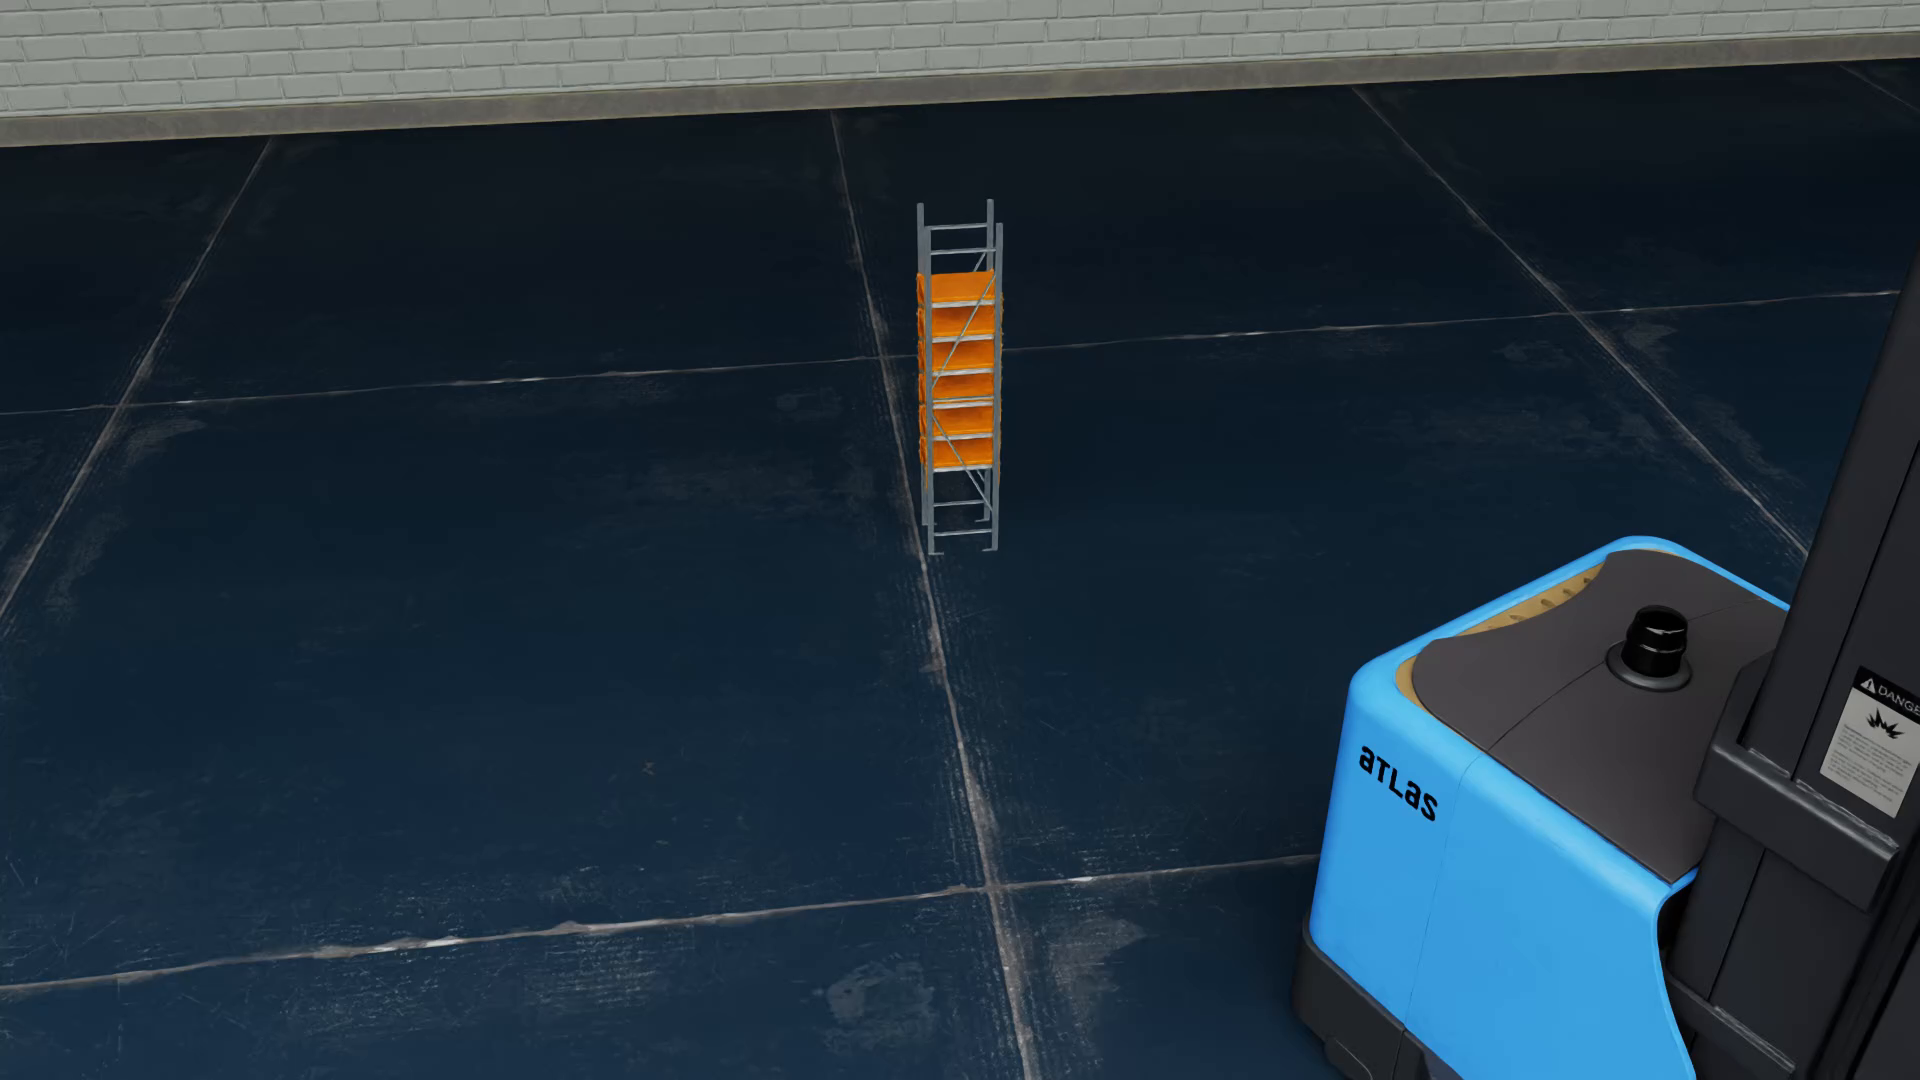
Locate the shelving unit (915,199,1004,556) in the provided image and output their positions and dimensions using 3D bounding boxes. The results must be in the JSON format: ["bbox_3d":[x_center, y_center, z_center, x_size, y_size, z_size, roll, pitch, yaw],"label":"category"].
[{"bbox_3d":[-0.002,-0.504,5.424,0.258,1.200,0.189,-4,35,-6],"label":"shelving unit"}]

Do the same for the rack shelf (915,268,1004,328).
[{"bbox_3d":[-0.002,-0.765,5.246,0.258,0.103,0.180,-4,35,-6],"label":"rack shelf"}]

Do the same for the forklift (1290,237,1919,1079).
[{"bbox_3d":[2.037,0.481,2.441,1.130,2.935,3.031,-21,39,-28],"label":"forklift"}]

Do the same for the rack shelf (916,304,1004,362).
[{"bbox_3d":[-0.002,-0.665,5.314,0.258,0.103,0.180,-4,35,-6],"label":"rack shelf"}]

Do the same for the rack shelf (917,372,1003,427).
[{"bbox_3d":[-0.002,-0.467,5.449,0.258,0.103,0.180,-4,35,-6],"label":"rack shelf"}]

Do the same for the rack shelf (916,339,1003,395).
[{"bbox_3d":[-0.002,-0.566,5.381,0.258,0.103,0.180,-4,35,-6],"label":"rack shelf"}]

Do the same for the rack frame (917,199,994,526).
[{"bbox_3d":[-0.014,-0.555,5.499,0.240,1.200,0.006,-4,35,-6],"label":"rack frame"}]

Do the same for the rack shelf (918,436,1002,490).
[{"bbox_3d":[-0.002,-0.269,5.584,0.258,0.103,0.180,-4,35,-6],"label":"rack shelf"}]

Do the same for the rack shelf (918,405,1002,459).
[{"bbox_3d":[-0.002,-0.368,5.517,0.258,0.103,0.180,-4,35,-6],"label":"rack shelf"}]

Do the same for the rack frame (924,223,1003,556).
[{"bbox_3d":[0.010,-0.453,5.349,0.240,1.200,0.006,-4,35,-6],"label":"rack frame"}]
